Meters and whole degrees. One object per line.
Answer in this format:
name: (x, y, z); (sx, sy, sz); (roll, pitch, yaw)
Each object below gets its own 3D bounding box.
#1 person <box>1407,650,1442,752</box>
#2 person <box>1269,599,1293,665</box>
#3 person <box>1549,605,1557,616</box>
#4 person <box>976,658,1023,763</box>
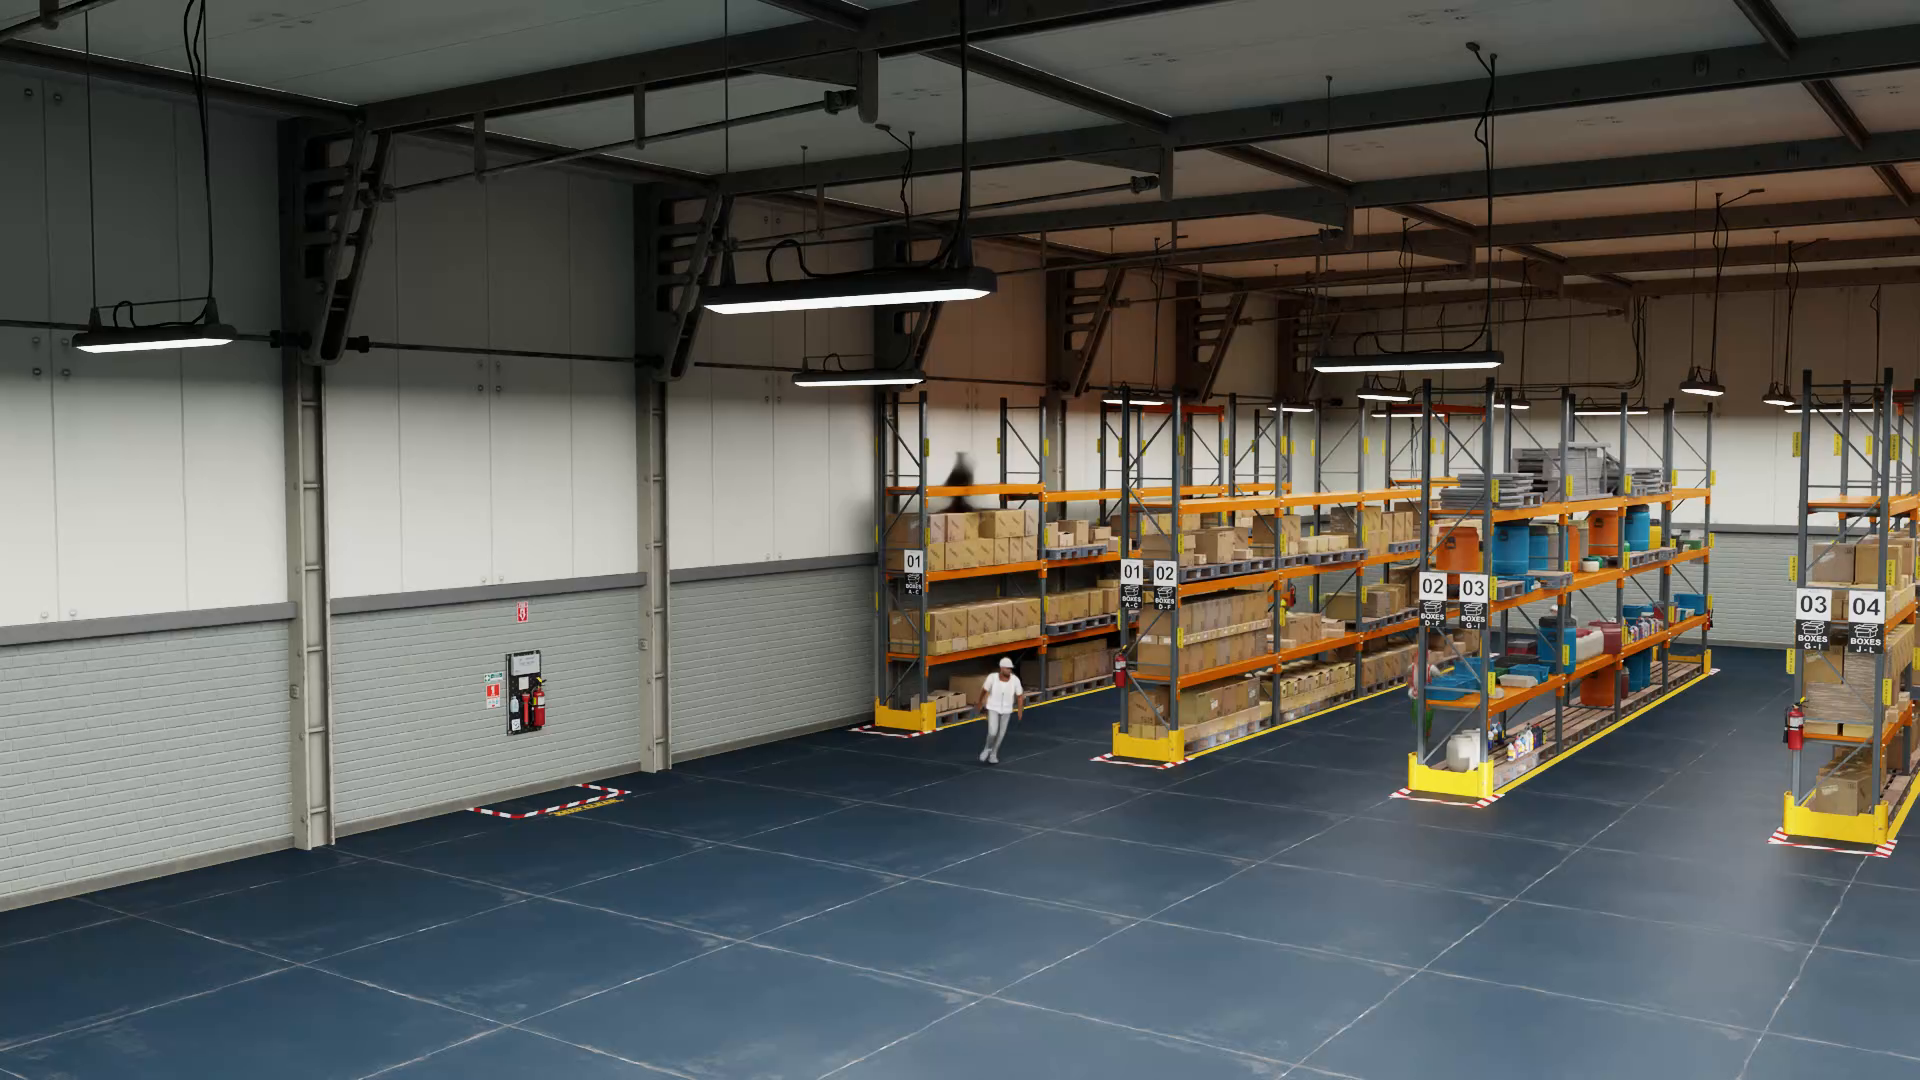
person: (7.671, 2.641, 27.448); (0.644, 1.713, 0.761); (2, 4, 31)
person: (6.850, 2.163, 35.377); (0.672, 1.812, 0.828); (3, 4, 41)
person: (12.280, 2.230, 34.346); (0.631, 1.801, 0.675); (3, 4, 38)
person: (0.648, 2.686, 26.205); (0.675, 1.702, 0.686); (-1, 3, -12)
